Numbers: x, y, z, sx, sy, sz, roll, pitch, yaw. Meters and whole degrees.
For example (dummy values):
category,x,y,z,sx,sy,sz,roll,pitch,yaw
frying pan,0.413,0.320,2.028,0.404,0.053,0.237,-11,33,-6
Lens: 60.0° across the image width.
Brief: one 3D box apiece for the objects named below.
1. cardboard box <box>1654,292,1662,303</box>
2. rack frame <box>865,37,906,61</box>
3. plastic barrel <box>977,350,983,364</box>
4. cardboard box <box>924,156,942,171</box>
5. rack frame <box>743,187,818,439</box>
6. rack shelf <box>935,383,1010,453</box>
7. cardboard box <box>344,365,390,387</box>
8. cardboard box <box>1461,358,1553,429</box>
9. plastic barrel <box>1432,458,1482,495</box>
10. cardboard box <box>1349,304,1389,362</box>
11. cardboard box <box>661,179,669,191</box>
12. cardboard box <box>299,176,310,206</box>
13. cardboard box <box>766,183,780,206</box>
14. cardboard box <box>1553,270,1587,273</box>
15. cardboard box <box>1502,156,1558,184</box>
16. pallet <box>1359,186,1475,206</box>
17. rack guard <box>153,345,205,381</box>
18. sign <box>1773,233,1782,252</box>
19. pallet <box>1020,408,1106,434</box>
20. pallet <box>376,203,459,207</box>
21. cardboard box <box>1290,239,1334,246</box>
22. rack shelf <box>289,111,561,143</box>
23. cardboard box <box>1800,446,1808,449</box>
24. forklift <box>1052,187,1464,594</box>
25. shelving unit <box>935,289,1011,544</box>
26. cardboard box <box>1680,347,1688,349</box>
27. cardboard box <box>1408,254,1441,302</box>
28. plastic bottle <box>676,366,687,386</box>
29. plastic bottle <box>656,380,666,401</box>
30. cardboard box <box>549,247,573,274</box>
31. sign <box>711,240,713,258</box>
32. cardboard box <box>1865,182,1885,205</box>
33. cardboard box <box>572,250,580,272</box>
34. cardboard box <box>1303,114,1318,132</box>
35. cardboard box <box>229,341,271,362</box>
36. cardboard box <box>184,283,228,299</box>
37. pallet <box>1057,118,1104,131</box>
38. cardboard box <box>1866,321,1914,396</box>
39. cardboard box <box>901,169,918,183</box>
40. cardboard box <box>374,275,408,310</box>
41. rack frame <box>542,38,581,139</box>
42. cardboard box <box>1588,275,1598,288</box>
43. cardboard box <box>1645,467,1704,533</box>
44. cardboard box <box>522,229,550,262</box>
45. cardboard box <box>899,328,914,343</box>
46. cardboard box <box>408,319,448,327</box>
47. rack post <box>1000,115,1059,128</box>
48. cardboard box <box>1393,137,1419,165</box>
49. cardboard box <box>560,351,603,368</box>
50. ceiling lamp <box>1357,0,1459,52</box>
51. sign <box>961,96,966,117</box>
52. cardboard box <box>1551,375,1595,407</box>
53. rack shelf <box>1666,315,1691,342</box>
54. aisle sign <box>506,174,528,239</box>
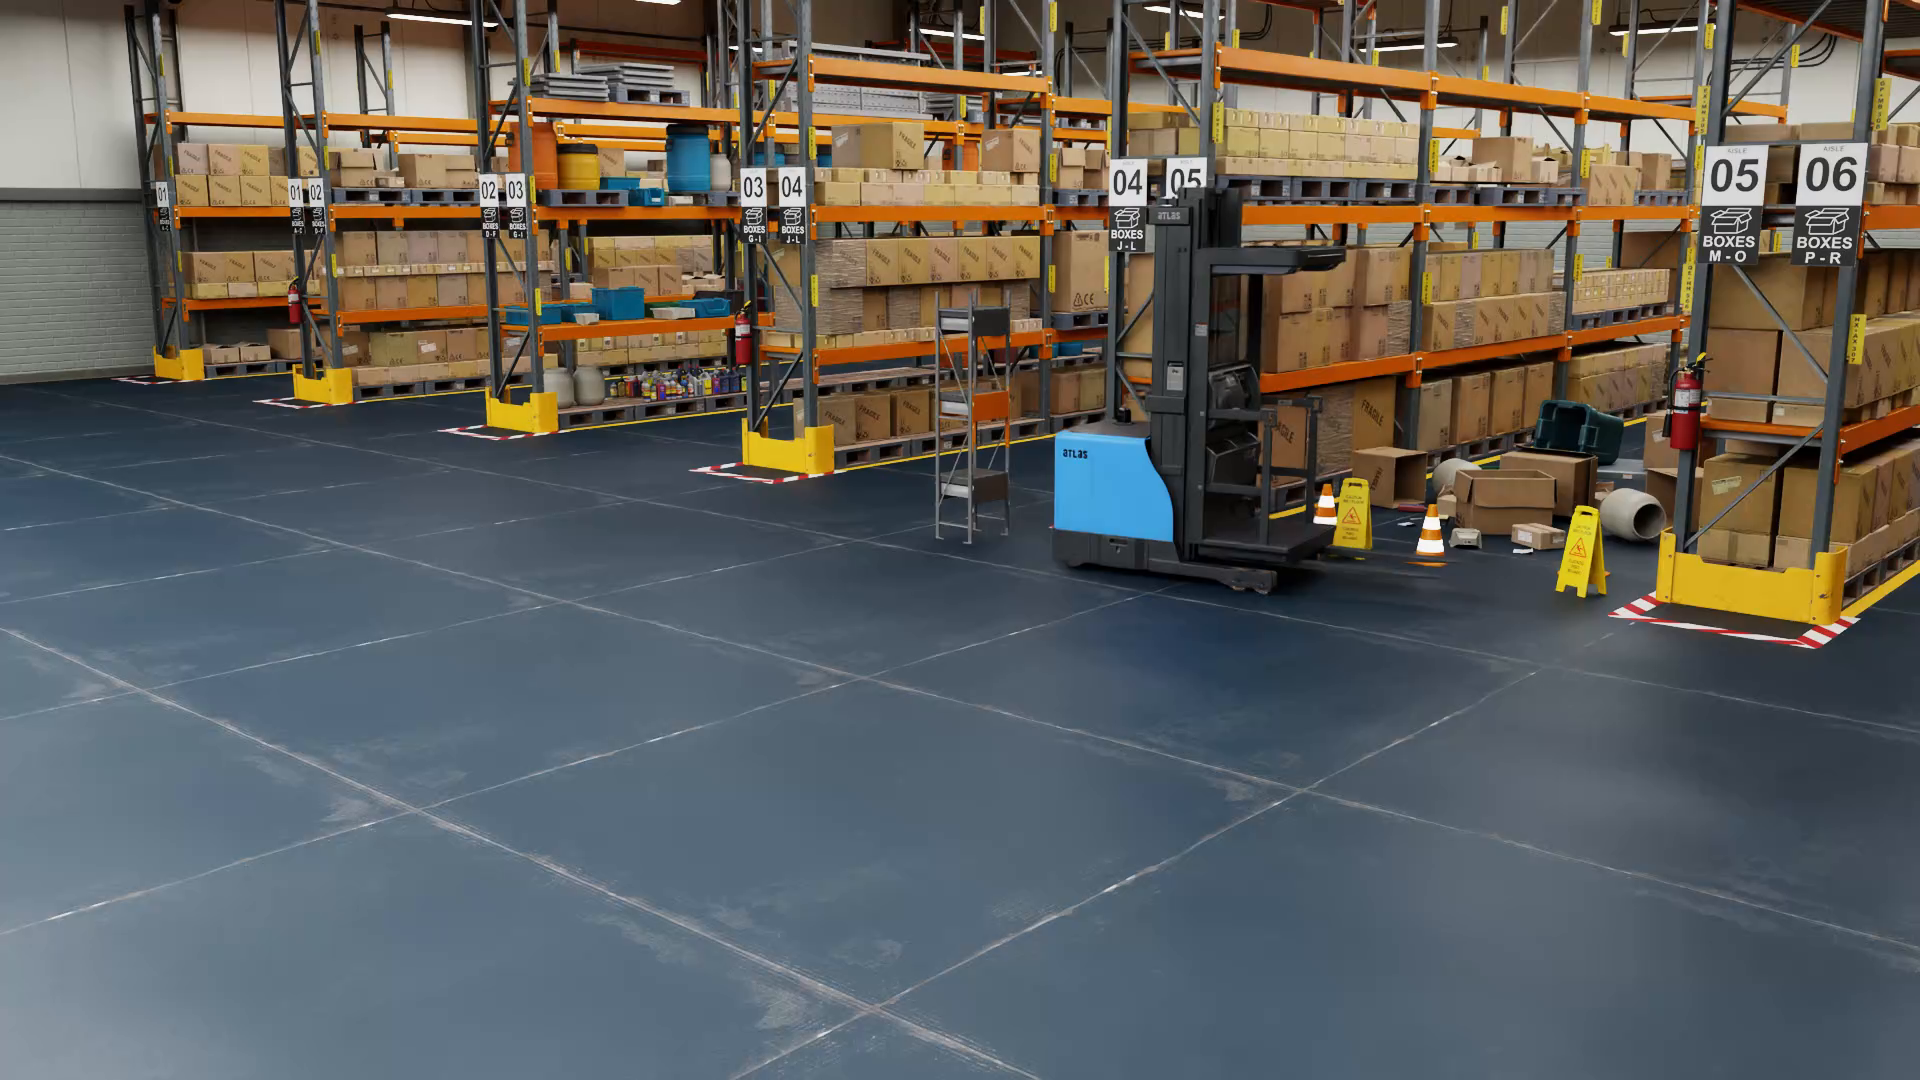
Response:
category,x,y,z,sx,sy,sz,roll,pitch,yaw
cardboard box,9.365,-3.325,22.768,0.380,0.149,0.250,10,15,41
rack frame,-1.449,-8.244,32.510,1.000,3.000,0.127,10,15,40
plastic barrel,0.245,-3.227,27.989,0.421,0.512,0.421,0,11,0
cardboard box,-0.720,-7.444,33.355,0.700,0.500,0.500,10,15,40
rack frame,-1.931,-2.255,17.842,1.000,3.000,0.127,10,15,40
rack shelf,0.109,-1.041,14.130,0.431,0.518,0.480,10,15,40
cardboard box,-8.849,-2.444,24.737,0.500,0.250,0.500,10,15,40
cardboard box,6.539,-1.801,20.239,1.050,0.750,0.750,10,15,40
plastic barrel,4.772,-0.559,15.927,0.421,0.421,0.512,-2,11,-9
cardboard box,3.788,-2.121,16.790,0.875,0.550,0.550,10,15,40
cardboard box,-5.065,-6.080,28.648,0.500,0.250,0.500,9,15,39
cardboard box,-11.282,-6.029,28.774,0.500,0.500,0.500,9,14,38
cardboard box,-1.804,-3.756,18.083,0.500,0.250,0.500,10,15,42
cardboard box,8.191,-3.550,22.376,0.380,0.149,0.250,11,15,42
cardboard box,6.544,-4.265,19.150,0.500,0.311,0.500,10,15,40
pallet,4.936,-3.706,17.936,0.805,0.209,1.217,9,14,38
rack guard,-13.043,-2.962,27.762,1.175,0.500,0.348,10,15,40
sign,12.693,-4.601,25.825,0.100,0.325,0.005,10,15,40
pallet,1.222,-1.591,21.636,1.003,0.211,1.213,10,15,40
pallet,-9.966,-6.221,30.519,1.213,0.211,1.003,10,15,40
cardboard box,5.575,-4.466,26.098,0.797,0.503,0.637,9,15,39
rack shelf,-8.050,-6.223,25.253,1.077,0.370,4.000,10,15,40
cardboard box,6.381,-0.806,12.968,0.380,0.149,0.250,11,15,43
forklift,2.257,-1.160,12.537,3.031,2.935,1.130,7,13,30
shelving unit,0.109,-1.054,14.127,0.431,2.100,0.503,10,15,40
cardboard box,11.233,-2.895,25.737,0.380,0.149,0.250,9,14,38
cardboard box,4.692,-2.800,17.766,0.700,0.500,0.500,9,15,39
plastic bottle,-3.980,-2.308,23.746,0.144,0.351,0.185,9,14,38
plastic bottle,-4.058,-2.036,22.560,0.061,0.283,0.133,10,15,41
cardboard box,-8.116,-5.547,32.949,0.700,0.500,0.500,8,14,34
sign,-4.503,-5.311,30.389,0.100,0.325,0.005,10,15,40
cardboard box,5.976,-2.328,11.192,0.380,0.149,0.250,10,15,40
cardboard box,-7.699,-5.661,33.832,0.500,0.500,0.500,10,15,41
cardboard box,3.027,-3.787,15.135,0.380,0.149,0.250,10,15,40
cardboard box,-12.193,-3.247,28.553,0.500,0.311,0.500,-11,15,-43
cardboard box,-12.533,-4.143,27.628,0.500,0.250,0.500,9,15,39
pallet,1.746,-7.188,28.729,1.003,0.211,1.213,10,15,40
cardboard box,6.709,-1.354,12.318,0.500,0.500,0.500,9,15,39
cardboard box,-0.692,-4.045,18.513,0.380,0.149,0.250,9,14,38
cardboard box,-8.709,-3.730,24.974,0.700,0.500,0.500,10,15,42
rack frame,-7.813,-8.295,32.767,1.000,3.000,0.127,10,15,40
cardboard box,7.800,-3.269,20.968,0.380,0.149,0.250,10,15,40
cardboard box,6.424,-0.356,14.710,0.500,0.500,0.500,-2,11,-9
cardboard box,-7.018,-4.744,26.736,0.700,0.500,0.500,10,15,41
cardboard box,-0.744,-2.328,18.848,0.380,0.149,0.250,10,15,40
cardboard box,-9.980,-3.865,31.163,0.700,0.500,0.500,10,15,42
rack post,1.029,-7.043,27.776,0.954,0.300,0.937,-10,15,-41
cardboard box,4.236,-3.880,16.616,0.500,0.250,0.500,10,15,40
cardboard box,-6.277,-3.010,27.569,0.500,0.250,0.500,9,15,39
ceiling lamp,8.574,-11.123,32.022,2.000,3.185,0.800,10,15,40
sign,0.047,-6.786,26.035,0.100,0.325,0.005,10,15,40
cardboard box,7.667,-1.827,21.010,0.500,0.500,0.500,9,14,38
rack shelf,10.969,-3.306,24.940,1.077,0.370,4.000,10,15,40
aisle sign,-5.479,-4.122,20.551,0.394,0.787,0.004,10,15,40
